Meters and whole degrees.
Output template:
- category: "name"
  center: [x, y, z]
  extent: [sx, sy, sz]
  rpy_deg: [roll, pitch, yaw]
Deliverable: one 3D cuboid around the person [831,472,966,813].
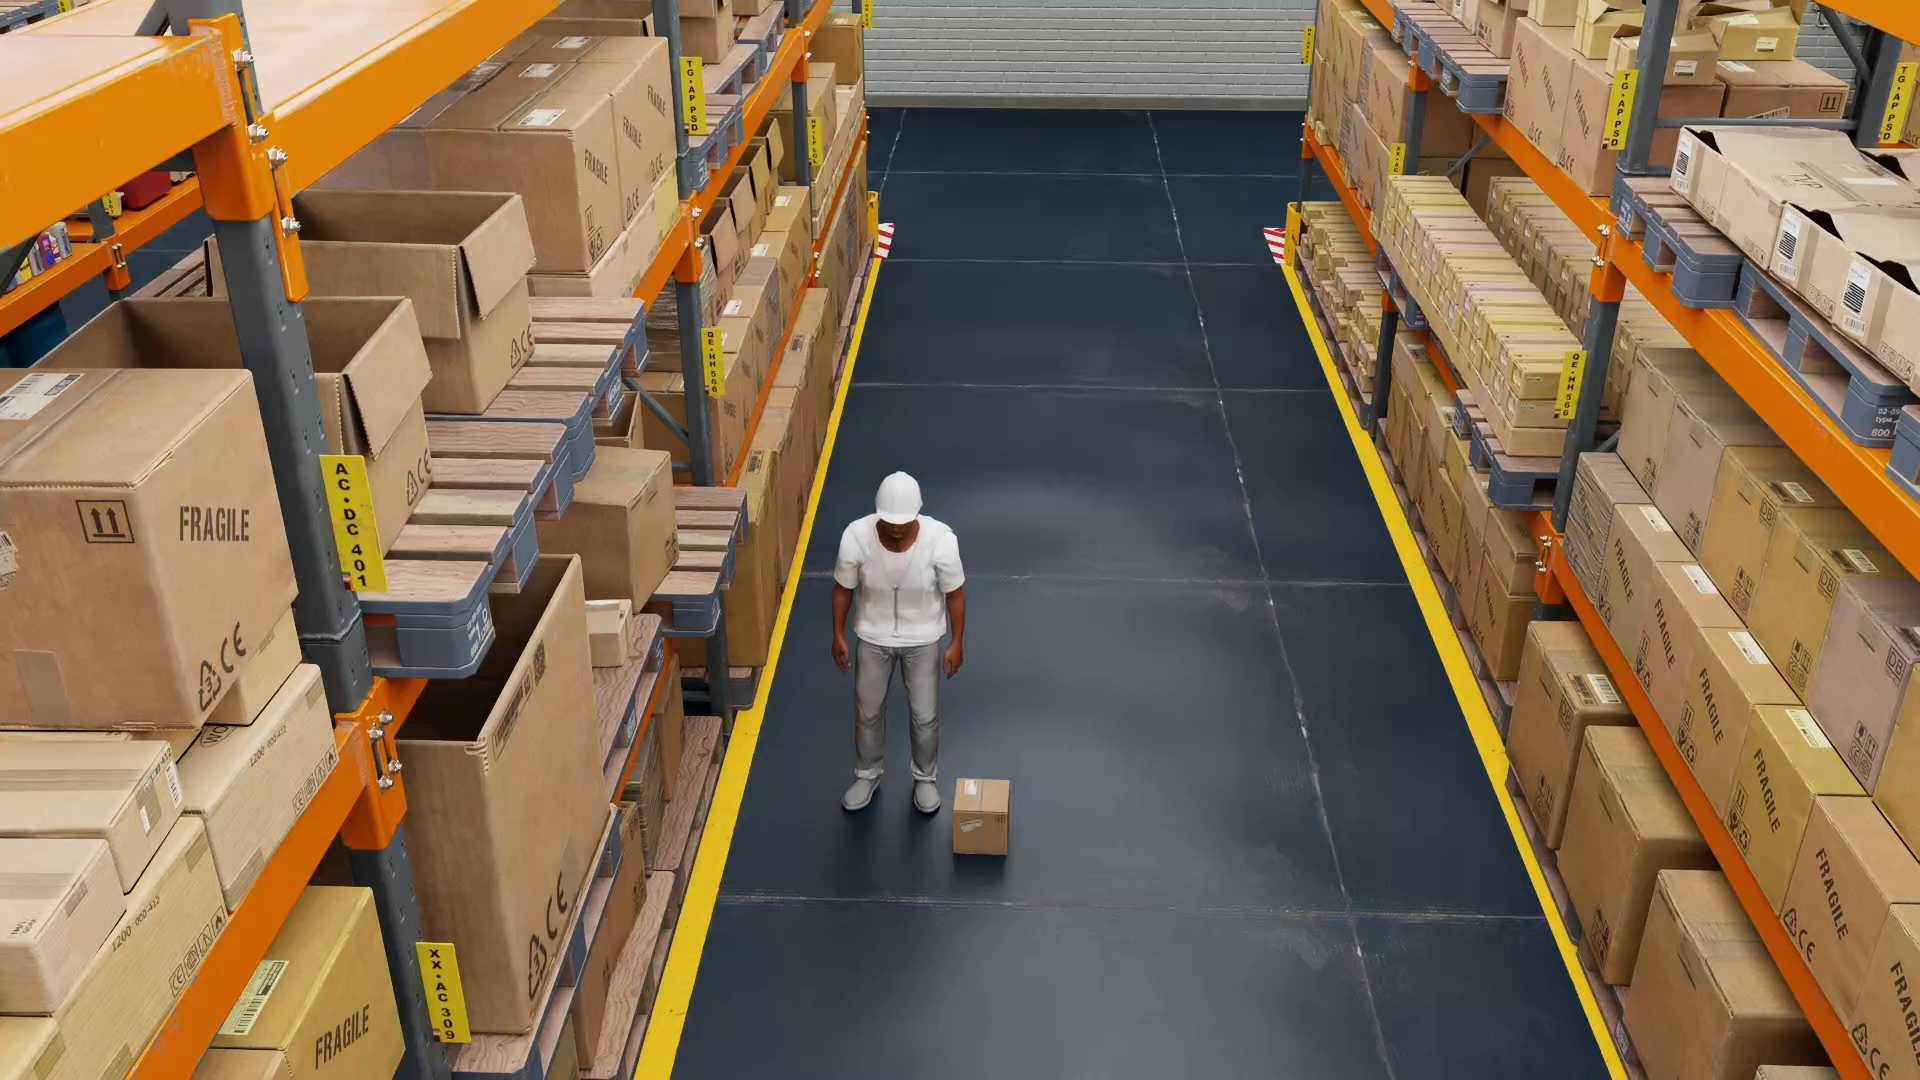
- category: "person"
  center: [-0.289, 0.465, 7.719]
  extent: [0.625, 1.760, 0.459]
  rpy_deg: [2, 28, 4]
